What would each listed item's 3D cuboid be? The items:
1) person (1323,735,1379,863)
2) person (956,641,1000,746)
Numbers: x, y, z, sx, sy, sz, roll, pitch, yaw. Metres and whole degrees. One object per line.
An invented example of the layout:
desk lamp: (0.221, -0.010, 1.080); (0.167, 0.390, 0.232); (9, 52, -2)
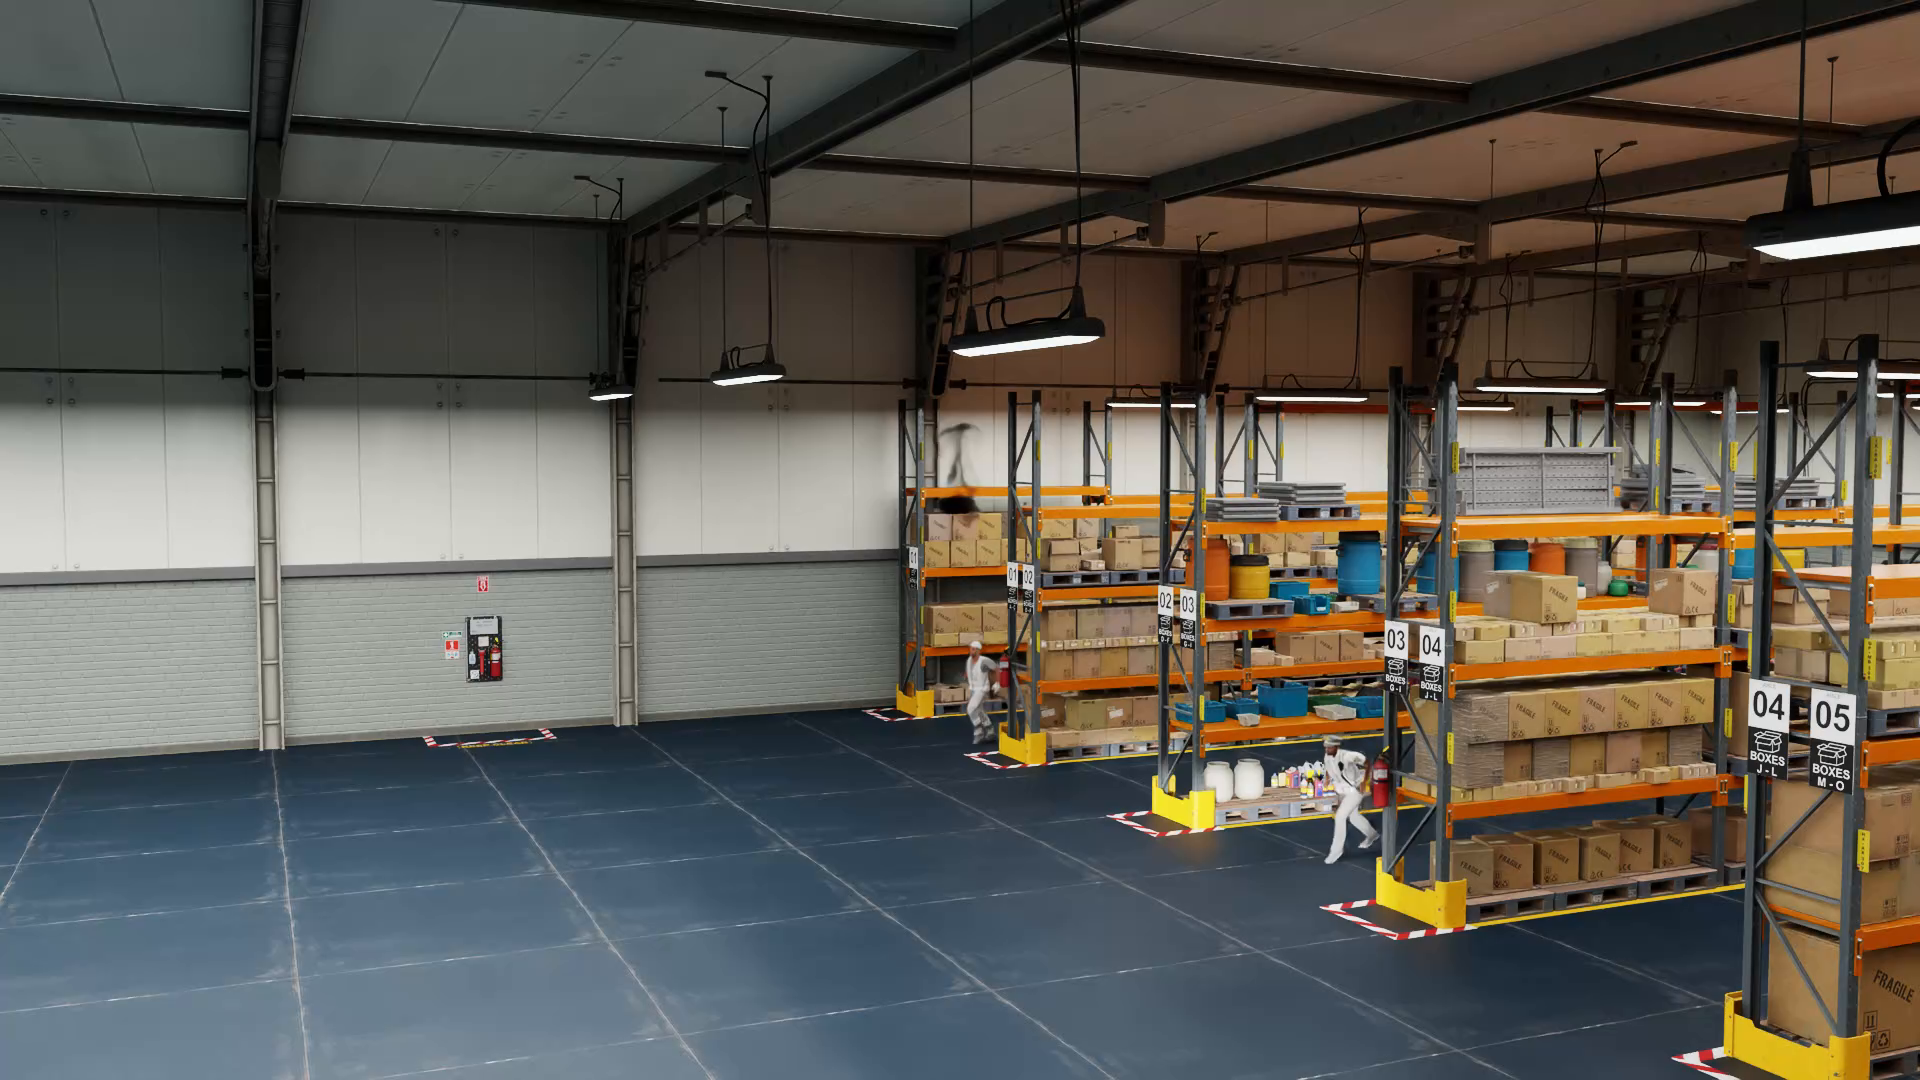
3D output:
person: (4.886, 3.192, 20.661); (0.984, 1.624, 0.617); (-2, 4, -35)
person: (0.318, 2.614, 28.506); (0.799, 1.784, 0.665); (-3, 4, -38)
